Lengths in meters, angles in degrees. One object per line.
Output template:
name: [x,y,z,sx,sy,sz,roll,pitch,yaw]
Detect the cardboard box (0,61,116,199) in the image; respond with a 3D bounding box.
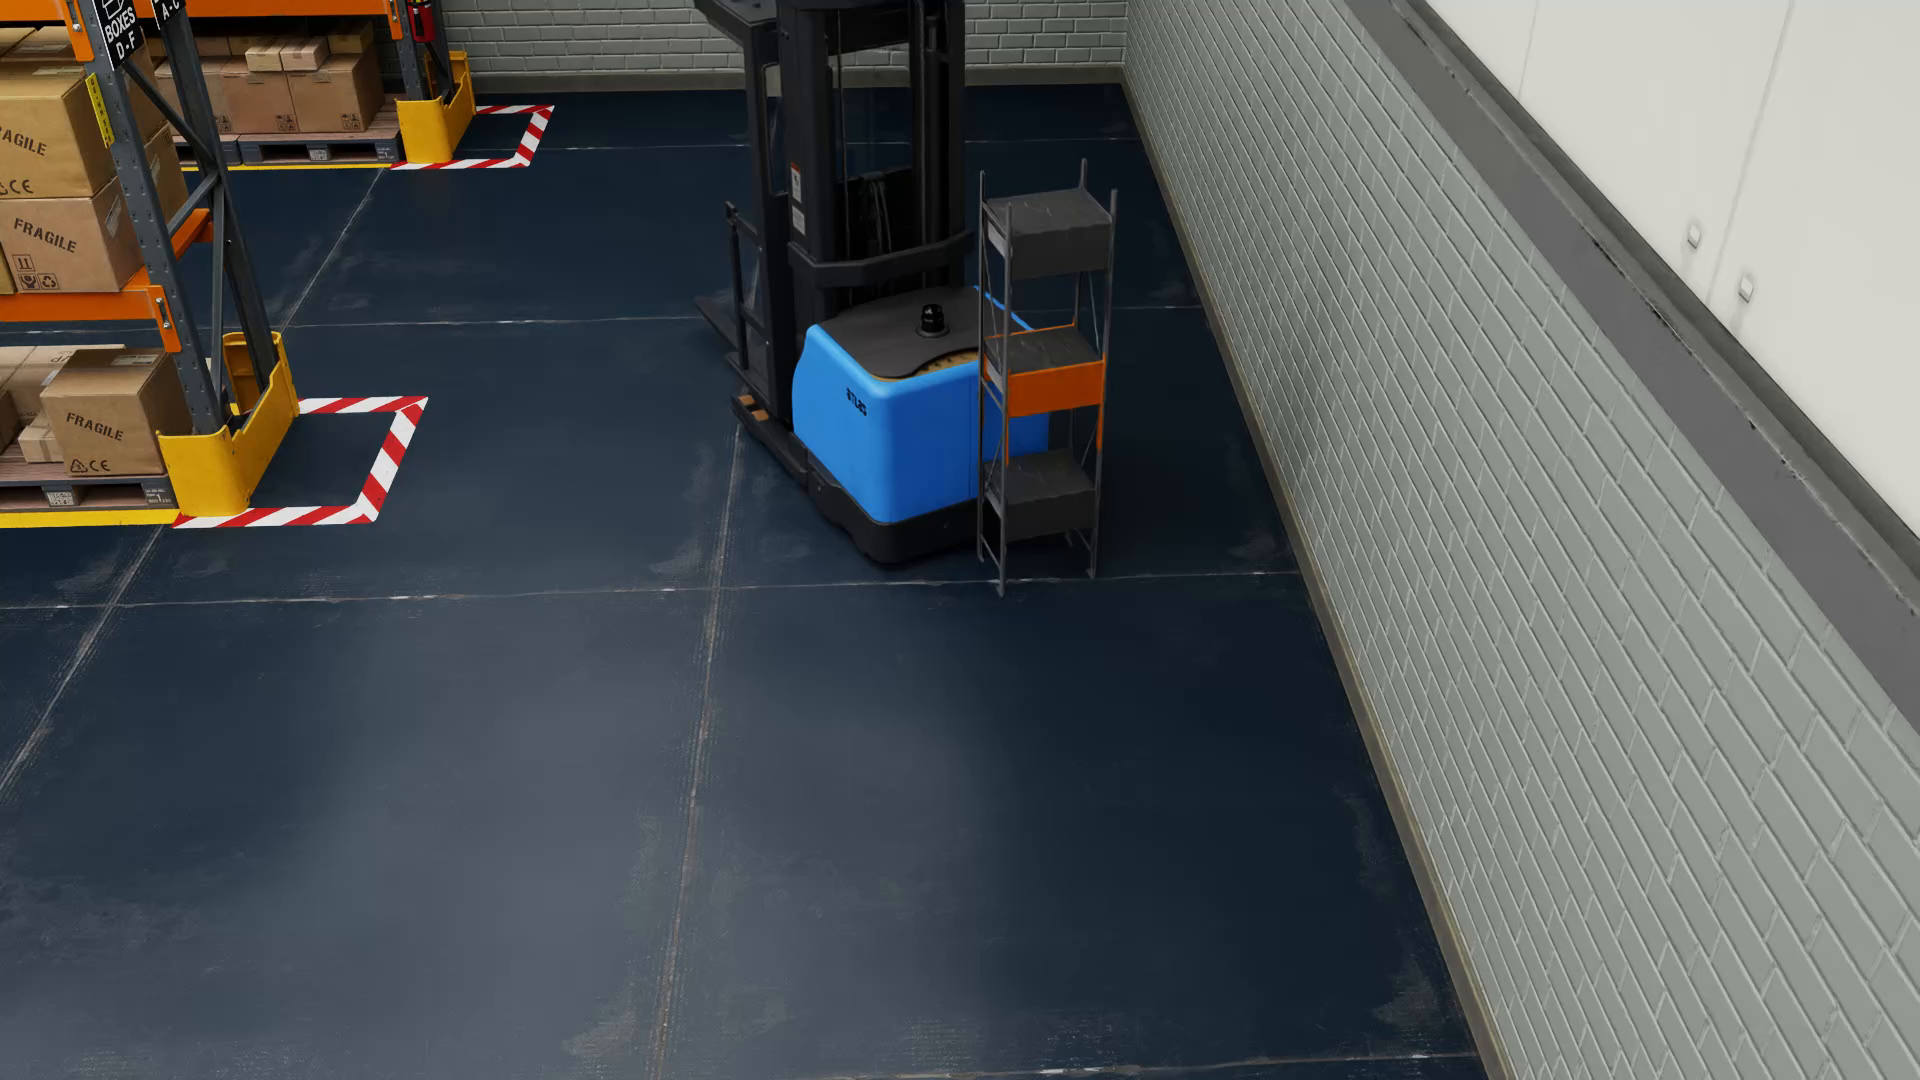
cardboard box: [-4.409,-1.977,8.004,0.500,0.500,0.500,-2,35,-3]

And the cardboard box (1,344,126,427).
cardboard box: [-5.034,-0.876,9.410,0.500,0.250,0.500,-2,35,-2]

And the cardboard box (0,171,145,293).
cardboard box: [-4.412,-1.567,8.291,0.500,0.500,0.500,-1,35,-1]

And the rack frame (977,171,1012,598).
rack frame: [0.155,-0.682,7.891,0.015,2.100,0.400,-10,36,-14]

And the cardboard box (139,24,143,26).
cardboard box: [-6.572,-3.912,13.025,0.250,0.149,0.380,-1,35,-2]

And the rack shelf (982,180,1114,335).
rack shelf: [0.388,-1.288,7.561,0.480,0.518,0.431,-10,36,-14]

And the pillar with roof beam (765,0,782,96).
pillar with roof beam: [-1.356,-5.093,8.201,0.400,9.000,9.100,-2,35,-2]

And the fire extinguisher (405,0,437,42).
fire extinguisher: [-4.044,-4.065,12.384,0.183,0.674,0.296,-2,35,-2]

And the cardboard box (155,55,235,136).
cardboard box: [-5.913,-3.550,13.072,0.500,0.500,0.700,-3,35,-4]

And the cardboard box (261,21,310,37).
cardboard box: [-5.301,-3.947,13.076,0.250,0.149,0.380,-1,35,-2]

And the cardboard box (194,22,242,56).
cardboard box: [-5.805,-3.934,13.056,0.250,0.149,0.380,-1,35,-2]

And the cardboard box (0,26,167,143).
cardboard box: [-4.433,-2.283,8.447,0.500,0.500,0.500,-1,35,-1]

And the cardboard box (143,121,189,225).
cardboard box: [-4.433,-1.872,8.731,0.500,0.500,0.500,-1,35,-1]

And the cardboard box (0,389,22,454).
cardboard box: [-5.460,-0.580,8.982,0.500,0.250,0.500,-2,35,-2]

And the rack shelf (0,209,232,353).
rack shelf: [-5.976,-1.343,8.687,4.000,0.370,1.077,-2,35,-2]

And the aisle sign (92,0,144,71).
aisle sign: [-3.895,-2.590,7.572,0.004,0.787,0.394,-2,35,-2]

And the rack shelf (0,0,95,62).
rack shelf: [-5.976,-2.577,7.834,4.000,0.370,1.077,-2,35,-2]

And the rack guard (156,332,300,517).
rack guard: [-4.054,-0.663,9.269,0.348,0.500,1.175,-2,35,-2]

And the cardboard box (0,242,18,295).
cardboard box: [-4.930,-1.551,8.268,0.500,0.500,0.500,-1,35,-2]

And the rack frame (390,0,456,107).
rack frame: [-4.216,-4.509,12.629,0.127,3.000,1.000,-2,35,-2]

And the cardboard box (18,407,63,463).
cardboard box: [-4.918,-0.594,9.076,0.250,0.166,0.380,-2,35,-2]

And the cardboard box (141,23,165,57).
cardboard box: [-6.314,-3.920,13.036,0.250,0.149,0.380,-2,35,-3]

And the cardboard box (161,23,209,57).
cardboard box: [-6.061,-3.926,13.045,0.250,0.149,0.380,-1,35,-2]

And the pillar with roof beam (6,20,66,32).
pillar with roof beam: [-7.349,-4.931,7.968,0.400,9.000,9.100,-2,35,-2]

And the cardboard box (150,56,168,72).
cardboard box: [-6.445,-3.532,13.045,0.500,0.500,0.700,-1,35,-1]

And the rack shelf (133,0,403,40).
rack shelf: [-6.214,-4.159,12.756,4.000,0.370,1.077,-2,35,-2]

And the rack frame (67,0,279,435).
rack frame: [-3.978,-1.693,8.560,0.127,3.000,1.000,-2,35,-2]

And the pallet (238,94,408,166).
pallet: [-5.011,-3.296,13.327,1.213,0.211,1.003,-2,35,-2]

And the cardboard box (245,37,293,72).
cardboard box: [-5.285,-3.730,12.762,0.250,0.149,0.380,-1,35,-1]

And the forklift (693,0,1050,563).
forklift: [-0.676,-1.903,8.924,1.130,2.935,3.031,-17,38,-23]

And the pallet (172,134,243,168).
pallet: [-6.227,-3.265,13.282,1.213,0.211,1.003,-2,35,-2]

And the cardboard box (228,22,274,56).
cardboard box: [-5.551,-3.941,13.066,0.250,0.149,0.380,-1,35,-2]

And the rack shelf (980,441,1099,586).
rack shelf: [0.388,-0.137,8.357,0.480,0.518,0.431,-10,36,-14]

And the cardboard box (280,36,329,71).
cardboard box: [-5.030,-3.737,12.772,0.250,0.149,0.380,-2,35,-3]

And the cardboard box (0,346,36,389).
cardboard box: [-5.533,-0.863,9.391,0.500,0.250,0.500,-2,35,-2]

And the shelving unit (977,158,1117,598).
shelving unit: [0.388,-0.724,7.951,0.503,2.100,0.431,-10,36,-14]

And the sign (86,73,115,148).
sign: [-3.972,-1.983,7.684,0.005,0.325,0.100,-2,35,-2]

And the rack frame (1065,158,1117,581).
rack frame: [0.621,-0.766,8.012,0.015,2.100,0.400,-10,36,-14]

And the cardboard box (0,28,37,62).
cardboard box: [-4.955,-2.265,8.420,0.500,0.500,0.500,-1,35,-2]

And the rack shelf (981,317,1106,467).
rack shelf: [0.388,-0.713,7.959,0.480,0.518,0.431,-10,36,-14]

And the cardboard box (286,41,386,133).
cardboard box: [-4.910,-3.578,13.111,0.500,0.500,0.700,-2,35,-2]

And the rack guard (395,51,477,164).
rack guard: [-4.192,-3.481,13.341,0.348,0.500,1.175,-2,35,-2]

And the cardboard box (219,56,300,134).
cardboard box: [-5.410,-3.564,13.092,0.500,0.500,0.700,-2,35,-2]

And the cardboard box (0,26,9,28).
cardboard box: [-7.614,-3.883,12.983,0.250,0.149,0.380,-2,35,-3]

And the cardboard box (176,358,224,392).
cardboard box: [-4.412,-0.886,9.512,0.250,0.149,0.380,-2,35,-2]

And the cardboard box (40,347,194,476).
cardboard box: [-4.509,-0.691,8.923,0.500,0.500,0.500,-2,35,-2]

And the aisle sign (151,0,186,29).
aisle sign: [-3.924,-2.931,8.064,0.004,0.787,0.394,-2,35,-2]

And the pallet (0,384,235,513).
pallet: [-4.850,-0.522,9.319,1.213,0.211,1.003,-2,35,-2]

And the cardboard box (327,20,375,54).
cardboard box: [-4.795,-3.962,13.096,0.250,0.149,0.380,-1,35,-2]
